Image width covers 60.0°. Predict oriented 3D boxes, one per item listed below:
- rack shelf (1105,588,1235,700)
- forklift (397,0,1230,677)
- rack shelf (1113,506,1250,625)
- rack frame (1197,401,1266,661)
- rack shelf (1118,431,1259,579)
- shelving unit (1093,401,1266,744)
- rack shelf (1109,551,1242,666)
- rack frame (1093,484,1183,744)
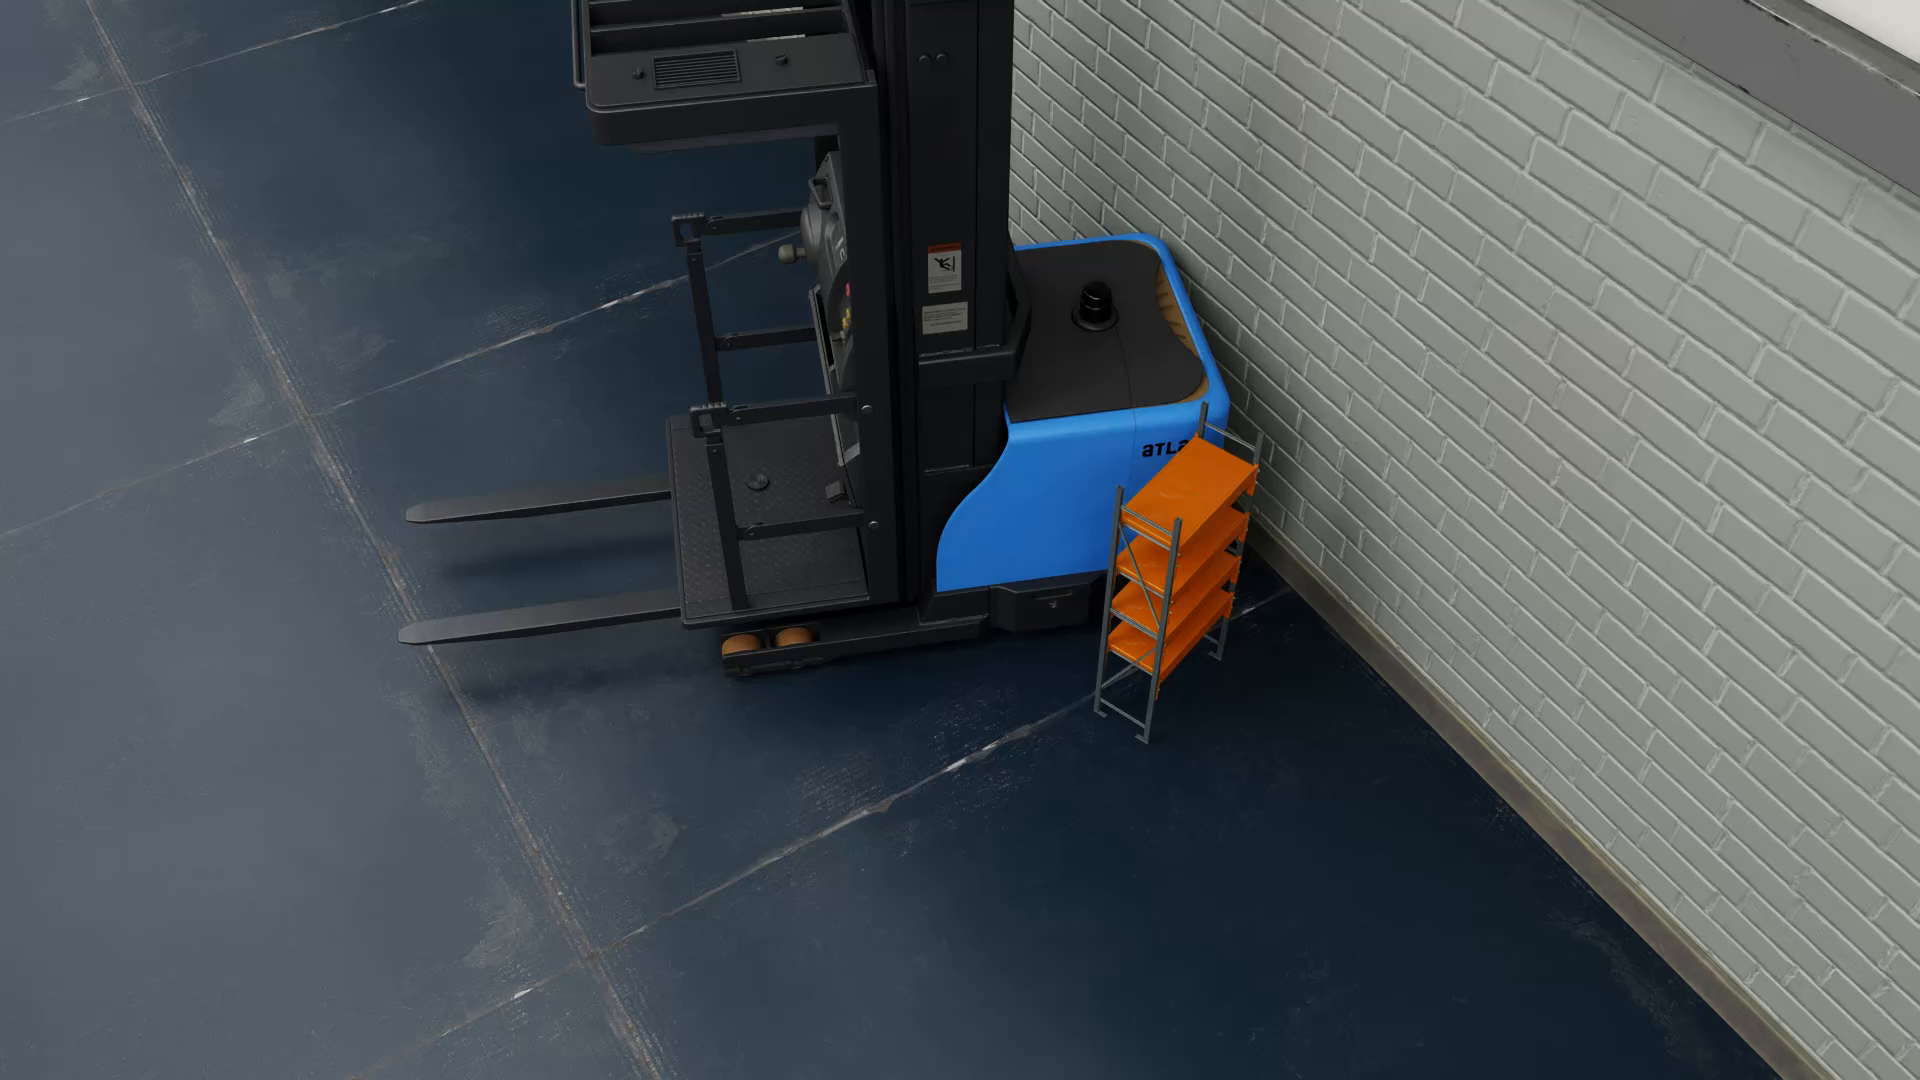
[{"bbox_3d":[0.743,0.318,5.965,0.258,0.148,0.480,31,55,25],"label":"rack shelf"},{"bbox_3d":[-0.618,-0.894,5.529,3.031,2.935,1.130,-7,49,-7],"label":"forklift"},{"bbox_3d":[0.743,0.037,5.650,0.258,0.148,0.480,31,55,25],"label":"rack shelf"},{"bbox_3d":[0.895,-0.001,5.893,0.240,1.200,0.015,31,55,25],"label":"rack frame"},{"bbox_3d":[0.743,-0.120,5.473,0.258,0.148,0.480,31,55,25],"label":"rack shelf"},{"bbox_3d":[0.743,0.141,5.766,0.258,1.200,0.503,31,55,25],"label":"shelving unit"},{"bbox_3d":[0.743,0.186,5.817,0.258,0.148,0.480,31,55,25],"label":"rack shelf"},{"bbox_3d":[0.591,0.283,5.640,0.240,1.200,0.015,31,55,25],"label":"rack frame"}]
